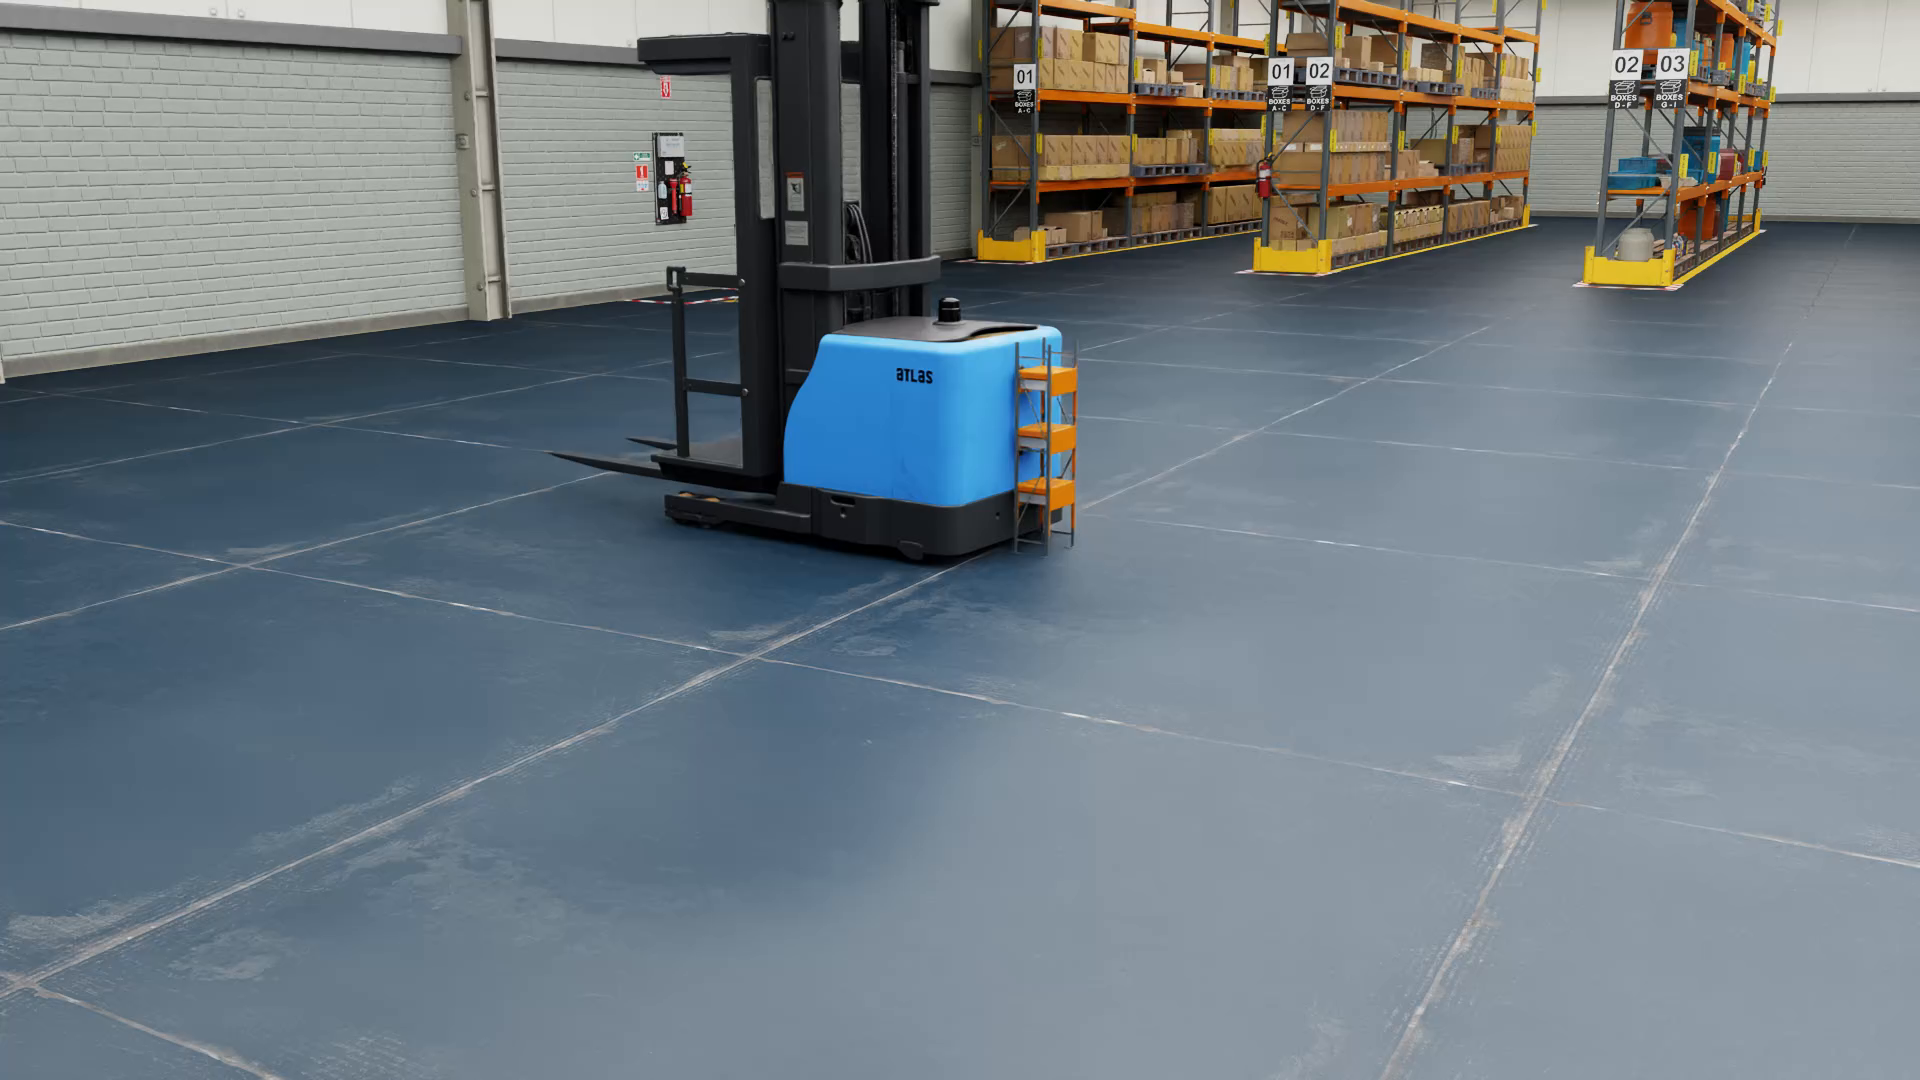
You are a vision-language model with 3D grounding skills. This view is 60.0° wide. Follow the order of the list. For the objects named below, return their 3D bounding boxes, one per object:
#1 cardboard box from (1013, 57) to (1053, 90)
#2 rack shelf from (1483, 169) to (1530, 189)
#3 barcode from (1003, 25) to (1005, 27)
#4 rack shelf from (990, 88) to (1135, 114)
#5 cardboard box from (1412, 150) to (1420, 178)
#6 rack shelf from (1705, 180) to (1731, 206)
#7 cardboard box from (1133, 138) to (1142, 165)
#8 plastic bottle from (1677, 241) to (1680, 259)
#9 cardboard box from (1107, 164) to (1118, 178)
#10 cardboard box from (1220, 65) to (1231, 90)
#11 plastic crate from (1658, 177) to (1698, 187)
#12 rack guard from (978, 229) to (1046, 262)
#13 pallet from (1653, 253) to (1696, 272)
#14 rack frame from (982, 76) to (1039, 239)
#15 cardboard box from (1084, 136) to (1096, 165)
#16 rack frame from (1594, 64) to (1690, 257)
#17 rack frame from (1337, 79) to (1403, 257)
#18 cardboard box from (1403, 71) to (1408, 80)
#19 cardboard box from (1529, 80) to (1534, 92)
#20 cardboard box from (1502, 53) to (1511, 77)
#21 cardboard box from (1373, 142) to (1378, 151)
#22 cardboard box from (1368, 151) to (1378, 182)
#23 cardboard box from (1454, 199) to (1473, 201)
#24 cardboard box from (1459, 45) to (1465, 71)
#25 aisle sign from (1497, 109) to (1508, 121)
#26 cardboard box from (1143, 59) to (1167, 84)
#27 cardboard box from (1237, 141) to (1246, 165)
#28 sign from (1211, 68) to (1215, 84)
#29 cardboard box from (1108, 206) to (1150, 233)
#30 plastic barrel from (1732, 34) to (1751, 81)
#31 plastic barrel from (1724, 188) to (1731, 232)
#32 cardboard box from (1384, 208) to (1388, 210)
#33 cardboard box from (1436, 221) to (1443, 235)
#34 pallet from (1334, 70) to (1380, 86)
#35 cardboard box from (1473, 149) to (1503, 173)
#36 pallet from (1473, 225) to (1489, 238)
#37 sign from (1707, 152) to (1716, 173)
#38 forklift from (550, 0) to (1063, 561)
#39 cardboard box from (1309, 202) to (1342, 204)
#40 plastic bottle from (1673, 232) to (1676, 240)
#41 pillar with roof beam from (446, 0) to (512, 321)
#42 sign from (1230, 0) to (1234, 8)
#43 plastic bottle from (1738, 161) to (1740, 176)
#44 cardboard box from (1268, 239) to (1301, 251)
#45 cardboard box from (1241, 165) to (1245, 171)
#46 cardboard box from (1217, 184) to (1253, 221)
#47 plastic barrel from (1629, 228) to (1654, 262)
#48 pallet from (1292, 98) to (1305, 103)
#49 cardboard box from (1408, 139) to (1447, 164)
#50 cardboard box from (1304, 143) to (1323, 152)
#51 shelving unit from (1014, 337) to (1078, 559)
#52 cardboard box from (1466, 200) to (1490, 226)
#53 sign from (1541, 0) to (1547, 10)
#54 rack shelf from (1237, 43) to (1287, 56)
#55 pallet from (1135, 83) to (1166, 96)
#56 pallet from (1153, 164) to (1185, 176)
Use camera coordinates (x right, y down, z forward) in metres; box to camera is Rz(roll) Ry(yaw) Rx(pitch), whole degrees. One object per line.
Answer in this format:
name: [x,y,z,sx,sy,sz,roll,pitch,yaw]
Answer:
cardboard box: [1.216,-7.770,27.708,0.500,0.500,0.500,8,16,30]
rack shelf: [11.942,-8.176,37.580,1.077,0.370,4.000,7,15,28]
barcode: [0.741,-8.700,28.195,0.001,0.075,0.075,7,15,28]
rack shelf: [1.802,-7.732,29.341,1.077,0.370,4.000,7,15,28]
cardboard box: [8.244,-6.997,30.942,0.500,0.500,0.500,6,15,25]
rack shelf: [12.409,-5.972,28.441,1.077,0.370,4.000,7,15,28]
cardboard box: [3.045,-7.397,31.664,0.700,0.500,0.500,7,15,28]
plastic bottle: [10.969,-4.448,25.464,0.097,0.271,0.097,0,14,0]
cardboard box: [2.557,-6.738,30.360,0.500,0.250,0.500,7,15,28]
cardboard box: [5.376,-9.908,35.680,0.700,0.500,0.500,8,16,31]
plastic crate: [10.878,-5.422,25.185,0.530,0.136,0.437,7,15,28]
rack guard: [0.872,-5.014,28.264,1.175,0.500,0.348,7,15,28]
pallet: [11.081,-4.423,26.429,1.003,0.211,1.213,7,15,28]
rack frame: [0.836,-6.213,27.906,1.000,3.000,0.127,7,15,28]
cardboard box: [2.071,-6.892,29.396,0.500,0.500,0.500,8,16,30]
rack frame: [9.508,-5.091,23.250,1.000,3.000,0.127,7,15,28]
rack frame: [7.107,-6.474,28.986,1.000,3.000,0.127,7,15,28]
cardboard box: [7.677,-8.301,29.591,0.500,0.250,0.500,6,15,23]
cardboard box: [12.883,-10.430,38.248,0.500,0.250,0.500,7,15,28]
cardboard box: [11.542,-10.298,36.104,0.700,0.500,0.500,7,15,28]
cardboard box: [6.792,-6.599,27.908,0.380,0.149,0.250,7,15,28]
cardboard box: [6.649,-6.322,28.141,0.700,0.500,0.500,7,15,27]
cardboard box: [11.002,-7.263,36.653,0.500,0.500,0.500,7,15,28]
cardboard box: [9.751,-9.585,33.145,0.500,0.500,0.500,7,15,28]
aisle sign: [12.684,-10.247,39.089,0.394,0.787,0.004,7,15,28]
cardboard box: [3.700,-9.101,32.375,0.500,0.500,0.500,7,15,26]
cardboard box: [5.909,-8.444,36.268,0.500,0.500,0.500,8,16,30]
sign: [5.177,-9.502,34.046,0.100,0.325,0.005,7,15,28]
cardboard box: [3.316,-6.297,32.649,0.700,0.500,0.500,7,15,27]
plastic barrel: [14.618,-9.092,31.479,0.600,0.901,0.708,7,15,28]
plastic barrel: [15.031,-6.627,33.204,0.600,0.901,0.708,7,15,28]
cardboard box: [7.788,-6.042,30.967,0.500,0.311,0.500,7,15,27]
cardboard box: [9.000,-6.026,32.100,0.500,0.250,0.500,8,16,29]
pallet: [6.127,-7.462,26.872,1.003,0.211,1.213,7,15,28]
cardboard box: [11.460,-8.237,36.088,0.500,0.500,0.500,8,16,30]
pallet: [10.615,-6.588,35.410,1.003,0.211,1.213,7,15,28]
sign: [11.918,-5.982,26.354,0.100,0.325,0.005,7,15,28]
forklift: [-0.964,-1.574,8.810,3.031,2.935,1.130,9,16,34]
cardboard box: [6.126,-5.441,28.072,0.500,0.500,0.500,7,15,28]
plastic bottle: [11.256,-4.689,26.298,0.144,0.351,0.185,7,15,28]
pillar with roof beam: [-1.616,-6.422,15.970,9.100,9.000,0.400,7,15,28]
sign: [6.163,-12.191,37.569,0.100,0.325,0.005,7,15,28]
plastic bottle: [15.330,-7.326,32.771,0.061,0.283,0.133,7,15,28]
cardboard box: [5.174,-4.664,26.450,0.500,0.250,0.500,7,15,28]
cardboard box: [6.068,-8.206,36.664,0.380,0.149,0.250,7,15,26]
cardboard box: [6.009,-7.504,36.949,0.750,0.750,0.750,8,16,30]
plastic barrel: [10.002,-4.332,24.515,0.421,0.512,0.421,0,14,0]
pallet: [7.632,-10.507,39.503,1.003,0.211,1.213,7,15,28]
cardboard box: [9.247,-7.689,32.918,0.700,0.500,0.500,2,14,9]
cardboard box: [5.552,-6.073,25.726,0.380,0.149,0.250,7,15,28]
shelving unit: [0.421,-0.455,8.181,0.215,1.050,0.252,9,16,33]
cardboard box: [10.987,-6.980,35.480,0.500,0.500,0.500,7,15,28]
sign: [13.384,-12.316,38.088,0.100,0.325,0.005,7,15,28]
rack shelf: [7.603,-11.458,39.249,1.077,0.370,4.000,7,15,28]
pallet: [3.161,-8.516,31.456,1.213,0.211,1.003,7,15,28]
pallet: [3.782,-7.351,33.033,1.003,0.211,1.213,7,15,28]
